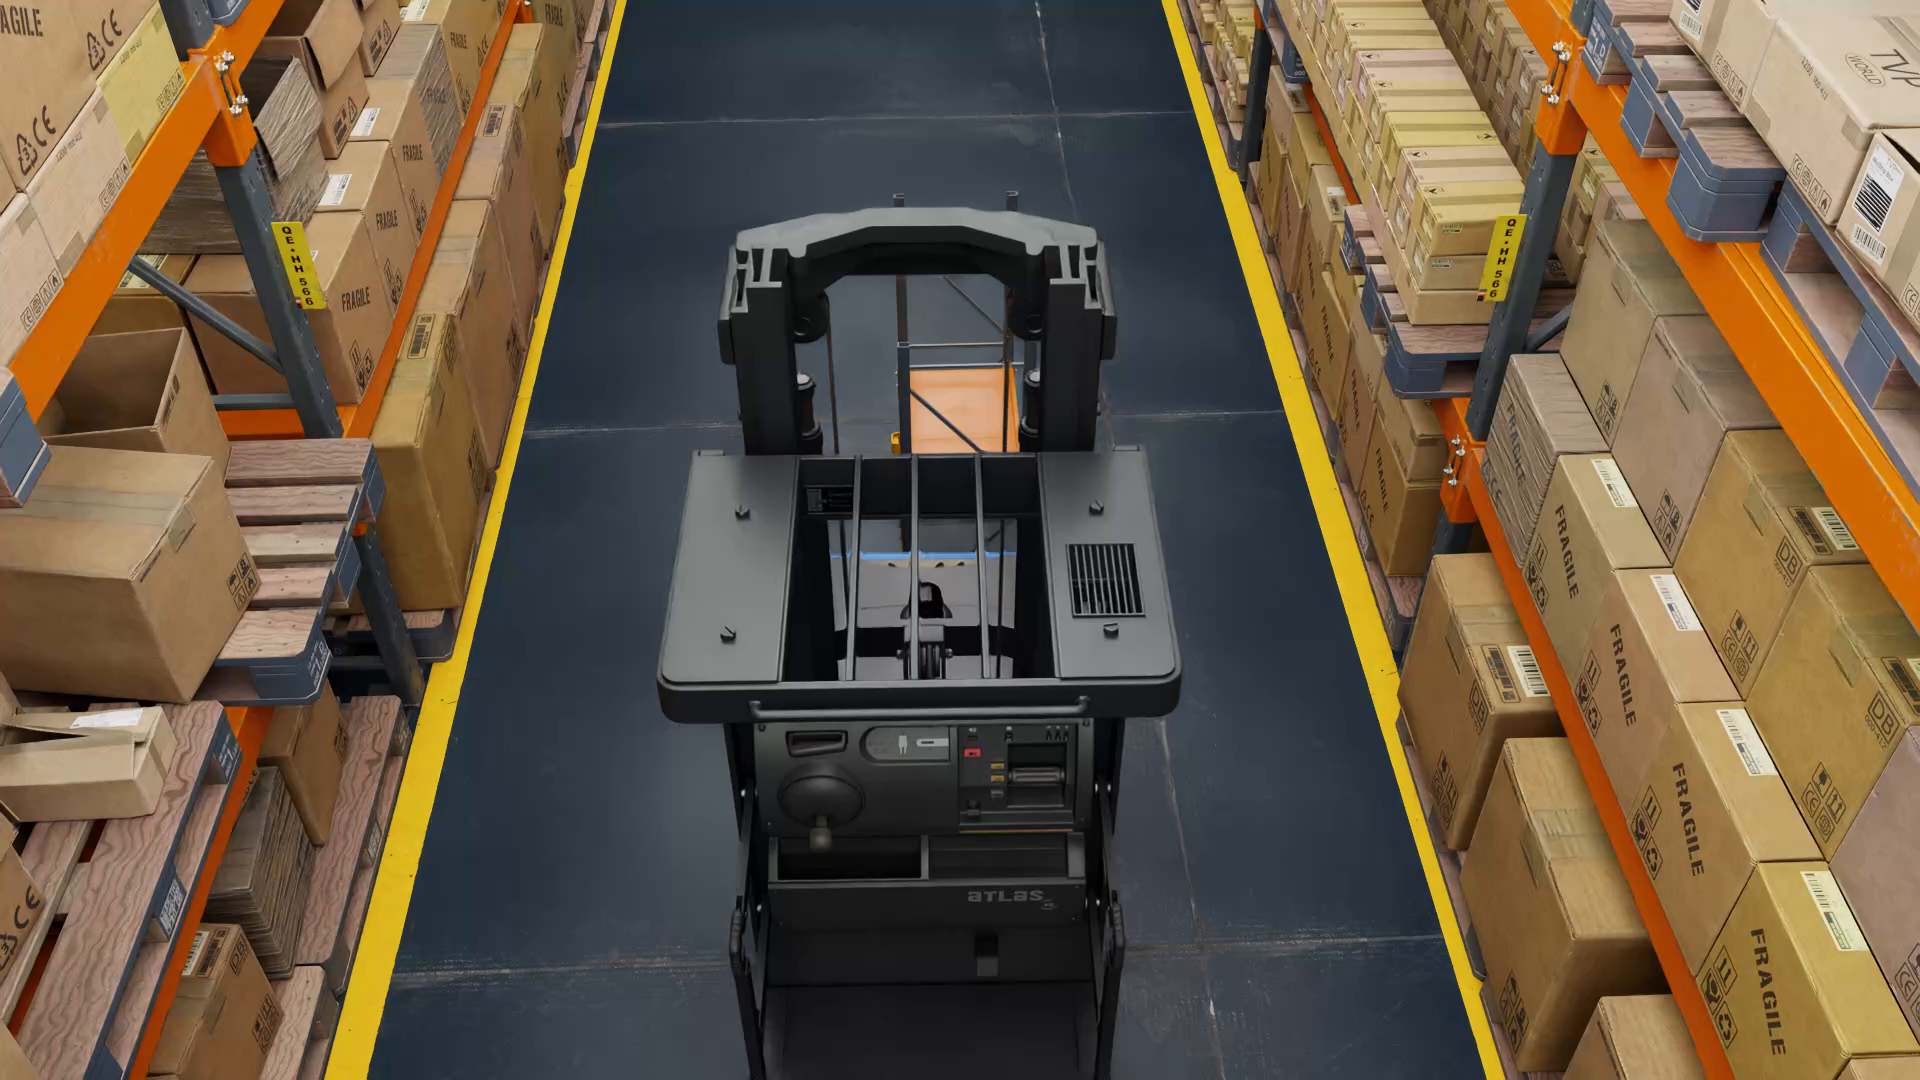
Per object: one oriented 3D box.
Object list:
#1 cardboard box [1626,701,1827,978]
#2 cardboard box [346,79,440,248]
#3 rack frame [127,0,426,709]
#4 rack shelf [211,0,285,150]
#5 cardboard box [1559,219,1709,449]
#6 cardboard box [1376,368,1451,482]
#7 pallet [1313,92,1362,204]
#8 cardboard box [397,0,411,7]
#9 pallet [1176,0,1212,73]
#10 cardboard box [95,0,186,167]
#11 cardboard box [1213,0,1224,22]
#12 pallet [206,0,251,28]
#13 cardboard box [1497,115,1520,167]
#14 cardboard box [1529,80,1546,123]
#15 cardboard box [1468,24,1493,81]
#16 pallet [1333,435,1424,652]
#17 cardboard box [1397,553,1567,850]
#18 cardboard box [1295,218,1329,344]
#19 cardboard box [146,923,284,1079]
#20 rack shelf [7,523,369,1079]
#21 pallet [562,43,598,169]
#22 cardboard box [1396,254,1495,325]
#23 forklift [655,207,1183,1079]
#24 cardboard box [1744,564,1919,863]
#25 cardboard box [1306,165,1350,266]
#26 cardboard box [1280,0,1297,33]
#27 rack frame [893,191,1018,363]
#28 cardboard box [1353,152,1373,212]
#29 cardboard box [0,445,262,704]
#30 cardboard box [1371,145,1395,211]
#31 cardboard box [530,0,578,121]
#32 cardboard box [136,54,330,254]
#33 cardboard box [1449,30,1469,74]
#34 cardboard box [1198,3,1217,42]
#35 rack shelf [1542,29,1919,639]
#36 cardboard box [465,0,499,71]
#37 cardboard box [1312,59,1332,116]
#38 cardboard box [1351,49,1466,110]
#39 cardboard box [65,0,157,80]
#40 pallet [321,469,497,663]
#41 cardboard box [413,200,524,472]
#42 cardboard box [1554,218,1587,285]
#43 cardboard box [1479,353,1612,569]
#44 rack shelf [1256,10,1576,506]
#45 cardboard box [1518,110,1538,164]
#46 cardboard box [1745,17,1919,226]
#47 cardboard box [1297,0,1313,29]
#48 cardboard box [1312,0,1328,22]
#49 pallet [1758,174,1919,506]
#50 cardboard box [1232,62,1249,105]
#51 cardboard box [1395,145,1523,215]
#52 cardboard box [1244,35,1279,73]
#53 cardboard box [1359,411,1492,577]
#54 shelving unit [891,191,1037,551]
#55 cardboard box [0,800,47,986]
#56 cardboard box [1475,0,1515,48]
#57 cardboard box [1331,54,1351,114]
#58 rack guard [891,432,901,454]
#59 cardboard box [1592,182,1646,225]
[{"bbox_3d":[2.108,0.761,4.276,0.500,0.500,0.500,-2,43,-2],"label":"cardboard box"},{"bbox_3d":[-2.464,-1.526,6.770,0.500,0.500,0.500,-2,43,-3],"label":"cardboard box"},{"bbox_3d":[-2.666,-0.459,5.680,1.000,3.000,0.127,-2,43,-2],"label":"rack frame"},{"bbox_3d":[-2.751,-2.650,6.383,1.077,0.370,4.000,-2,43,-2],"label":"rack shelf"},{"bbox_3d":[2.303,-0.635,5.059,0.700,0.500,0.500,-2,43,-2],"label":"cardboard box"},{"bbox_3d":[2.003,-0.497,6.706,0.500,0.250,0.500,-3,43,-3],"label":"cardboard box"},{"bbox_3d":[2.169,-1.798,7.283,1.003,0.211,1.213,-2,43,-2],"label":"pallet"},{"bbox_3d":[-2.783,-2.671,7.278,0.797,0.503,0.637,-1,43,-1],"label":"cardboard box"},{"bbox_3d":[2.005,-3.483,11.044,1.003,0.211,1.213,-2,43,-2],"label":"pallet"},{"bbox_3d":[-2.400,-1.196,4.375,0.500,0.250,0.500,-2,43,-2],"label":"cardboard box"},{"bbox_3d":[1.797,-3.357,10.421,0.380,0.149,0.250,-1,43,-1],"label":"cardboard box"},{"bbox_3d":[-2.746,-1.928,5.203,1.213,0.211,1.003,0,43,0],"label":"pallet"},{"bbox_3d":[2.427,-1.628,6.831,0.380,0.149,0.250,0,43,0],"label":"cardboard box"},{"bbox_3d":[2.437,-1.658,6.423,0.380,0.149,0.250,-3,43,-4],"label":"cardboard box"},{"bbox_3d":[2.403,-2.088,7.113,0.380,0.149,0.250,0,43,0],"label":"cardboard box"},{"bbox_3d":[2.262,-0.033,7.279,1.003,0.211,1.213,-2,43,-2],"label":"pallet"},{"bbox_3d":[2.230,0.555,5.928,1.050,0.750,0.750,-2,43,-2],"label":"cardboard box"},{"bbox_3d":[1.950,-1.250,8.083,0.500,0.500,0.500,-1,43,-1],"label":"cardboard box"},{"bbox_3d":[-2.550,1.509,5.058,0.700,0.500,0.500,2,43,2],"label":"cardboard box"},{"bbox_3d":[-2.581,1.156,4.451,1.077,0.370,4.000,-2,43,-2],"label":"rack shelf"},{"bbox_3d":[-2.790,-2.647,10.131,1.003,0.211,1.213,-2,43,-2],"label":"pallet"},{"bbox_3d":[1.814,-0.915,6.053,0.380,0.149,0.250,-1,43,-1],"label":"cardboard box"},{"bbox_3d":[-0.091,0.742,4.421,1.130,2.935,3.031,-1,43,-1],"label":"forklift"},{"bbox_3d":[2.372,0.398,3.932,0.700,0.500,0.500,-2,43,-2],"label":"cardboard box"},{"bbox_3d":[1.934,-1.533,7.836,0.500,0.250,0.500,0,43,0],"label":"cardboard box"},{"bbox_3d":[1.715,-2.491,7.773,0.380,0.149,0.250,-1,43,-1],"label":"cardboard box"},{"bbox_3d":[-0.018,-0.838,7.204,0.500,1.500,0.032,-2,43,-2],"label":"rack frame"},{"bbox_3d":[1.787,-1.425,6.609,0.380,0.149,0.250,-2,43,-2],"label":"cardboard box"},{"bbox_3d":[-2.479,0.087,4.700,0.700,0.500,0.500,4,43,5],"label":"cardboard box"},{"bbox_3d":[1.791,-1.383,6.344,0.380,0.149,0.250,-1,43,-1],"label":"cardboard box"},{"bbox_3d":[-2.784,-2.979,9.691,0.875,0.875,0.875,-2,43,-2],"label":"cardboard box"},{"bbox_3d":[-2.681,-1.360,5.847,0.797,0.503,0.637,0,43,0],"label":"cardboard box"},{"bbox_3d":[2.397,-2.154,7.405,0.380,0.149,0.250,0,43,0],"label":"cardboard box"},{"bbox_3d":[1.723,-3.291,10.569,0.380,0.149,0.250,-2,43,-2],"label":"cardboard box"},{"bbox_3d":[2.379,-0.023,3.518,1.077,0.370,4.000,-2,43,-2],"label":"rack shelf"},{"bbox_3d":[-2.529,-2.554,7.892,0.500,0.500,0.500,0,43,0],"label":"cardboard box"},{"bbox_3d":[1.750,-1.965,7.199,0.380,0.149,0.250,-3,43,-4],"label":"cardboard box"},{"bbox_3d":[1.776,-1.822,6.602,0.380,0.149,0.250,-2,43,-2],"label":"cardboard box"},{"bbox_3d":[-2.396,-1.471,4.121,0.500,0.500,0.500,-1,43,-1],"label":"cardboard box"},{"bbox_3d":[-2.624,0.035,7.206,1.003,0.211,1.213,-2,43,-2],"label":"pallet"},{"bbox_3d":[-2.704,-0.899,7.422,1.225,0.875,0.875,-2,43,-2],"label":"cardboard box"},{"bbox_3d":[2.465,-1.084,6.238,0.380,0.149,0.250,0,43,0],"label":"cardboard box"},{"bbox_3d":[2.043,-0.259,5.388,0.500,0.500,0.500,-1,43,-1],"label":"cardboard box"},{"bbox_3d":[2.209,-1.618,7.477,1.077,0.370,4.000,-2,43,-2],"label":"rack shelf"},{"bbox_3d":[2.435,-1.570,6.548,0.380,0.149,0.250,-1,43,-2],"label":"cardboard box"},{"bbox_3d":[2.126,-0.942,3.714,0.500,0.250,0.500,-1,43,-1],"label":"cardboard box"},{"bbox_3d":[1.731,-2.420,7.474,0.380,0.149,0.250,0,43,0],"label":"cardboard box"},{"bbox_3d":[1.737,-2.363,7.193,0.380,0.149,0.250,0,43,0],"label":"cardboard box"},{"bbox_3d":[2.425,-0.381,3.516,1.003,0.211,1.213,0,43,0],"label":"pallet"},{"bbox_3d":[1.793,-2.651,9.650,0.380,0.149,0.250,-1,43,-1],"label":"cardboard box"},{"bbox_3d":[1.807,-1.302,6.035,0.380,0.149,0.250,-2,43,-2],"label":"cardboard box"},{"bbox_3d":[1.849,-2.789,9.582,0.380,0.149,0.250,-1,43,-1],"label":"cardboard box"},{"bbox_3d":[2.005,-0.203,6.941,0.500,0.500,0.500,-2,43,-2],"label":"cardboard box"},{"bbox_3d":[0.003,-0.501,6.837,0.587,1.500,1.083,-2,43,-2],"label":"shelving unit"},{"bbox_3d":[-2.662,0.881,3.832,0.797,0.503,0.637,2,43,3],"label":"cardboard box"},{"bbox_3d":[2.404,-2.188,7.002,0.380,0.149,0.250,-2,43,-2],"label":"cardboard box"},{"bbox_3d":[1.761,-1.896,6.903,0.380,0.149,0.250,-1,43,-1],"label":"cardboard box"},{"bbox_3d":[-0.018,-0.377,7.626,0.587,0.250,0.087,-2,43,-2],"label":"rack guard"},{"bbox_3d":[2.468,-1.135,5.853,0.380,0.149,0.250,-2,43,-2],"label":"cardboard box"}]
